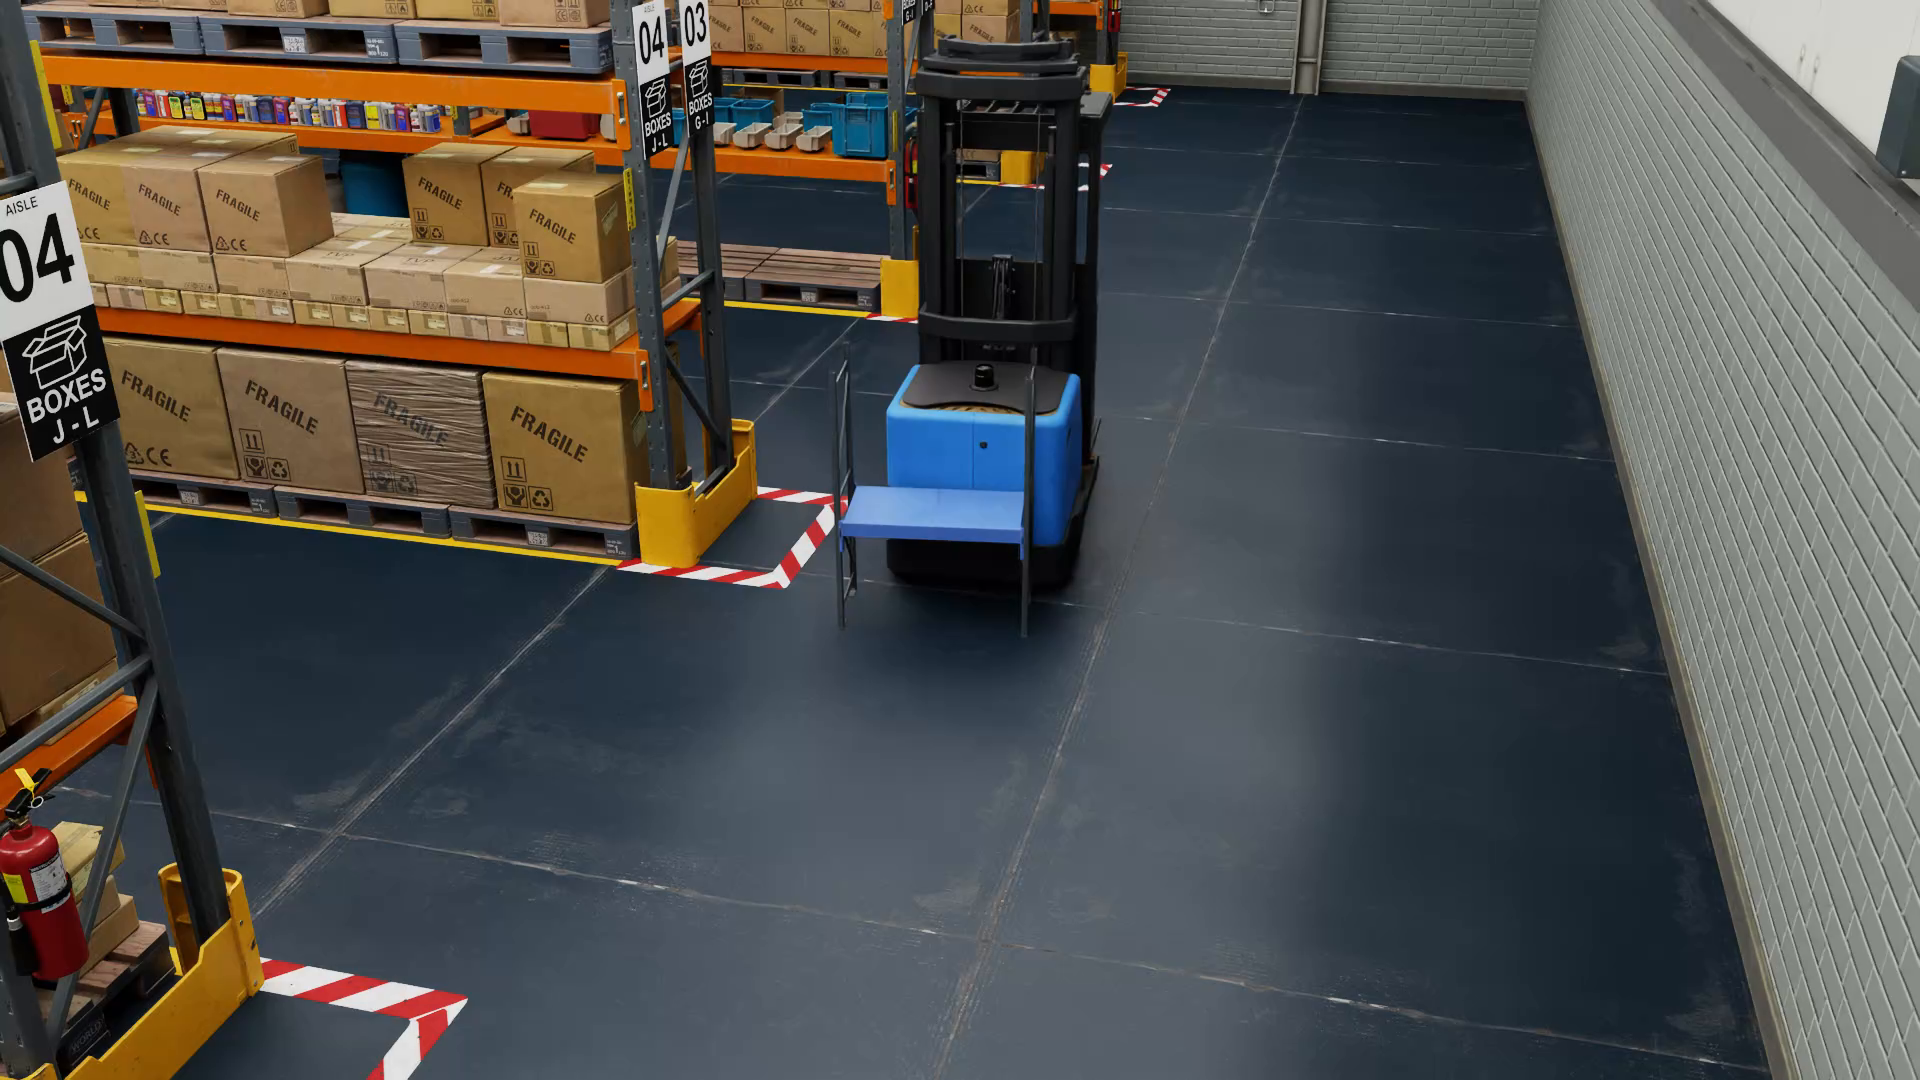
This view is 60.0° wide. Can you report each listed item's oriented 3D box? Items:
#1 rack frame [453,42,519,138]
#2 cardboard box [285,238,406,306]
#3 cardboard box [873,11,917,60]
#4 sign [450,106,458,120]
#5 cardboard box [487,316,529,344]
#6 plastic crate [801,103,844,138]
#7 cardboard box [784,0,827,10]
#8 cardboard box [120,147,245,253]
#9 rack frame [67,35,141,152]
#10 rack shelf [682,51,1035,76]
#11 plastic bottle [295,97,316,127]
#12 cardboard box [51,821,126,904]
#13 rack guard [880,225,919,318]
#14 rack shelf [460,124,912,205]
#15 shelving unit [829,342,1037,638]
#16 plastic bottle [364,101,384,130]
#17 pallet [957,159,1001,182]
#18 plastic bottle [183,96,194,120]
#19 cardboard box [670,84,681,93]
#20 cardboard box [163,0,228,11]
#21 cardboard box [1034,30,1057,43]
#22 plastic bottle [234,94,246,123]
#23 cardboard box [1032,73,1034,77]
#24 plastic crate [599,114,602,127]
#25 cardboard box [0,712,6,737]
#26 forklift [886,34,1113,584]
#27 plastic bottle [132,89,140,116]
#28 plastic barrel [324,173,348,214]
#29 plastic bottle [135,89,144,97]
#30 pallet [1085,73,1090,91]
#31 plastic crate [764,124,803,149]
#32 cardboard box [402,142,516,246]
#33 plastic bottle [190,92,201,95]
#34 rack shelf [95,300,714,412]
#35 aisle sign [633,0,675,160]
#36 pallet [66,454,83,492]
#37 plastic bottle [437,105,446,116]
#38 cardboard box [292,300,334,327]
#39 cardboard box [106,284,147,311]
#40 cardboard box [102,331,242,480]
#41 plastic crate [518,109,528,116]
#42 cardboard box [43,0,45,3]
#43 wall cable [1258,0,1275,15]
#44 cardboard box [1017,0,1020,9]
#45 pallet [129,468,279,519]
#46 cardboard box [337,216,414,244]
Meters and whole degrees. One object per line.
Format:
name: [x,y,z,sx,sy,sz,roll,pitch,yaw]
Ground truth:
rack frame: [-4.281,-3.932,15.020,0.127,3.000,1.000,6,26,13]
cardboard box: [-3.665,-1.613,9.977,0.500,0.250,0.500,6,26,13]
cardboard box: [-0.656,-5.655,18.523,0.500,0.500,0.500,7,26,13]
sign: [-4.420,-3.829,14.480,0.005,0.325,0.100,6,26,13]
cardboard box: [-2.564,-1.284,9.750,0.250,0.149,0.380,6,26,13]
plastic crate: [-1.202,-3.690,14.635,0.300,0.233,0.416,6,26,13]
cardboard box: [-1.660,-6.213,18.531,0.500,0.500,0.500,6,26,11]
cardboard box: [-4.639,-2.062,10.047,0.500,0.500,0.500,6,26,13]
rack frame: [-5.514,-1.870,10.689,0.127,3.000,1.000,6,26,13]
rack shelf: [-1.107,-5.455,19.056,4.000,0.370,1.077,6,26,13]
plastic bottle: [-5.940,-3.916,15.131,0.135,0.276,0.152,6,26,13]
cardboard box: [-3.396,1.243,6.285,0.250,0.149,0.380,5,26,11]
rack guard: [-0.380,-2.378,14.664,0.348,0.500,1.175,6,26,13]
rack shelf: [-2.344,-3.393,14.725,4.000,0.370,1.077,6,26,13]
shelving unit: [-0.131,-0.269,9.071,1.048,1.500,0.538,2,26,5]
plastic bottle: [-5.253,-3.872,14.951,0.185,0.351,0.144,6,26,13]
pallet: [-0.016,-4.400,19.246,1.213,0.211,1.003,6,26,13]
plastic bottle: [-7.134,-4.002,15.398,0.097,0.201,0.097,0,25,0]
cardboard box: [-3.451,-5.217,20.115,0.500,0.500,0.500,5,26,11]
cardboard box: [-4.222,-3.386,9.663,0.500,0.500,0.700,8,27,16]
cardboard box: [1.188,-6.954,23.031,0.250,0.149,0.380,6,26,12]
plastic bottle: [-6.592,-3.974,15.258,0.097,0.271,0.097,0,25,0]
cardboard box: [0.873,-6.776,23.413,0.500,0.500,0.700,6,26,13]
plastic crate: [-3.130,-3.827,15.050,0.590,0.125,0.437,6,26,13]
cardboard box: [-3.473,0.492,5.266,0.500,0.500,0.500,7,26,14]
forklift: [0.333,-1.676,10.361,1.130,2.935,3.031,4,26,9]
plastic bottle: [-7.711,-4.098,15.517,0.097,0.271,0.097,0,25,0]
plastic barrel: [-6.014,-3.238,15.966,0.421,0.512,0.421,0,25,0]
plastic bottle: [-7.778,-4.187,15.699,0.135,0.276,0.152,6,26,13]
pallet: [1.267,-6.423,23.495,1.213,0.211,1.003,6,26,13]
plastic crate: [-1.519,-3.461,14.267,0.243,0.136,0.396,6,26,13]
cardboard box: [-3.026,-2.118,10.164,0.500,0.500,0.500,6,26,12]
plastic bottle: [-7.433,-4.418,16.175,0.133,0.283,0.061,6,26,13]
rack shelf: [-3.577,-1.331,10.394,4.000,0.370,1.077,6,26,13]
aisle sign: [-1.646,-2.483,8.952,0.004,0.787,0.394,6,26,13]
pallet: [-6.281,-0.663,11.396,1.213,0.211,1.003,6,26,13]
plastic bottle: [-4.870,-4.121,15.565,0.097,0.271,0.097,0,25,0]
cardboard box: [-3.801,-1.421,10.037,0.250,0.149,0.380,6,26,11]
cardboard box: [-5.056,-1.559,10.327,0.250,0.149,0.380,5,26,11]
cardboard box: [-4.895,-0.997,10.837,0.875,0.875,0.875,6,26,13]
plastic crate: [-3.744,-4.044,15.204,0.575,0.384,0.392,6,26,13]
cardboard box: [-11.735,-6.994,21.336,0.500,0.500,0.700,6,26,12]
wall cable: [3.536,-8.344,23.105,1.851,1.984,0.084,6,26,13]
cardboard box: [0.466,-6.220,18.545,0.500,0.500,0.500,7,26,15]
pallet: [-4.797,-0.497,11.049,1.213,0.211,1.003,6,26,13]
cardboard box: [-3.536,-1.834,10.442,0.500,0.250,0.500,6,26,12]
